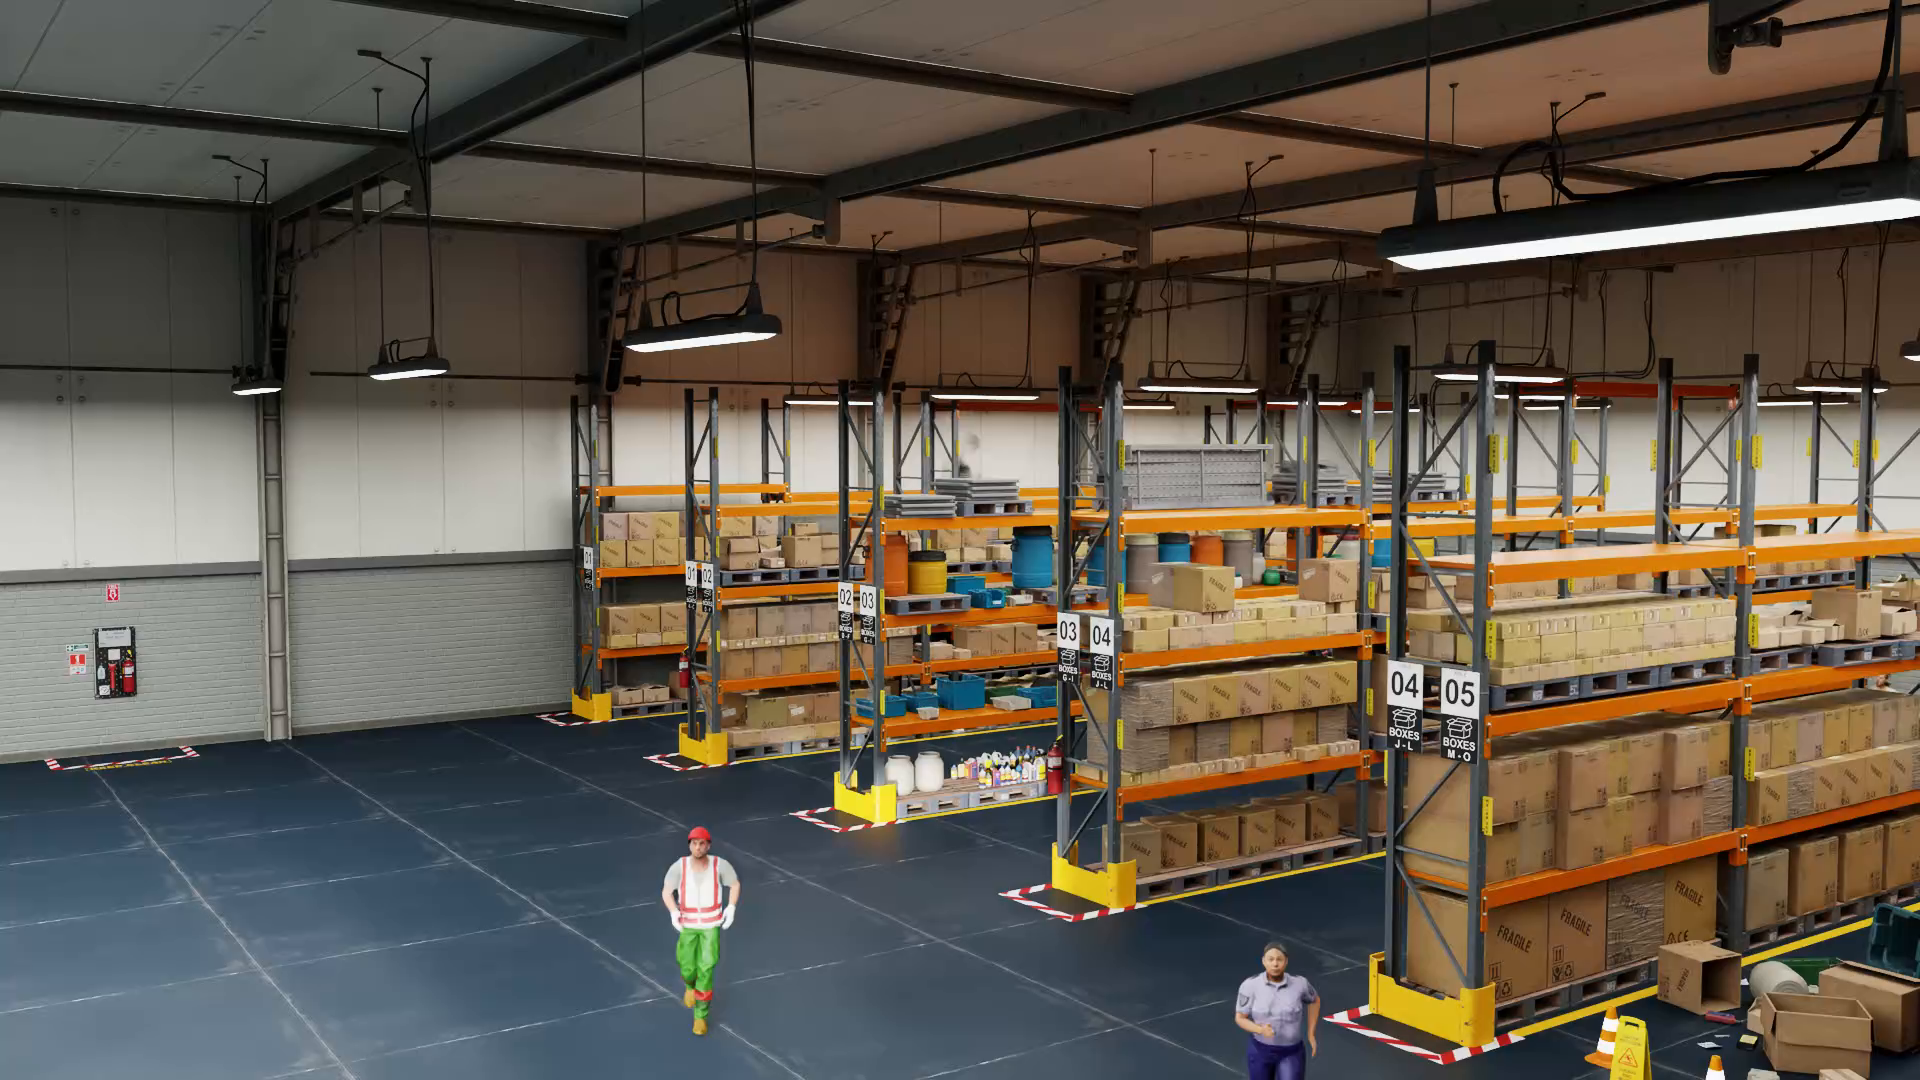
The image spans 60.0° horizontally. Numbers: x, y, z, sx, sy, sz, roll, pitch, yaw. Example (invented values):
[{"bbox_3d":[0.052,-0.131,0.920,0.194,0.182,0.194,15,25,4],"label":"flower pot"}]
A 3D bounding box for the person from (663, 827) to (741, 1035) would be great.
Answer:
[{"bbox_3d":[-2.287,3.402,14.723,0.683,1.771,0.717,0,3,-6],"label":"person"}]

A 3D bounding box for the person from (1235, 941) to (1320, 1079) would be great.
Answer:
[{"bbox_3d":[2.214,3.651,11.632,0.576,1.694,0.716,1,4,14],"label":"person"}]

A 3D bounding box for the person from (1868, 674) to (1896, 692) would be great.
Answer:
[{"bbox_3d":[13.918,2.805,25.132,0.855,1.715,0.536,-3,5,-44],"label":"person"}]
